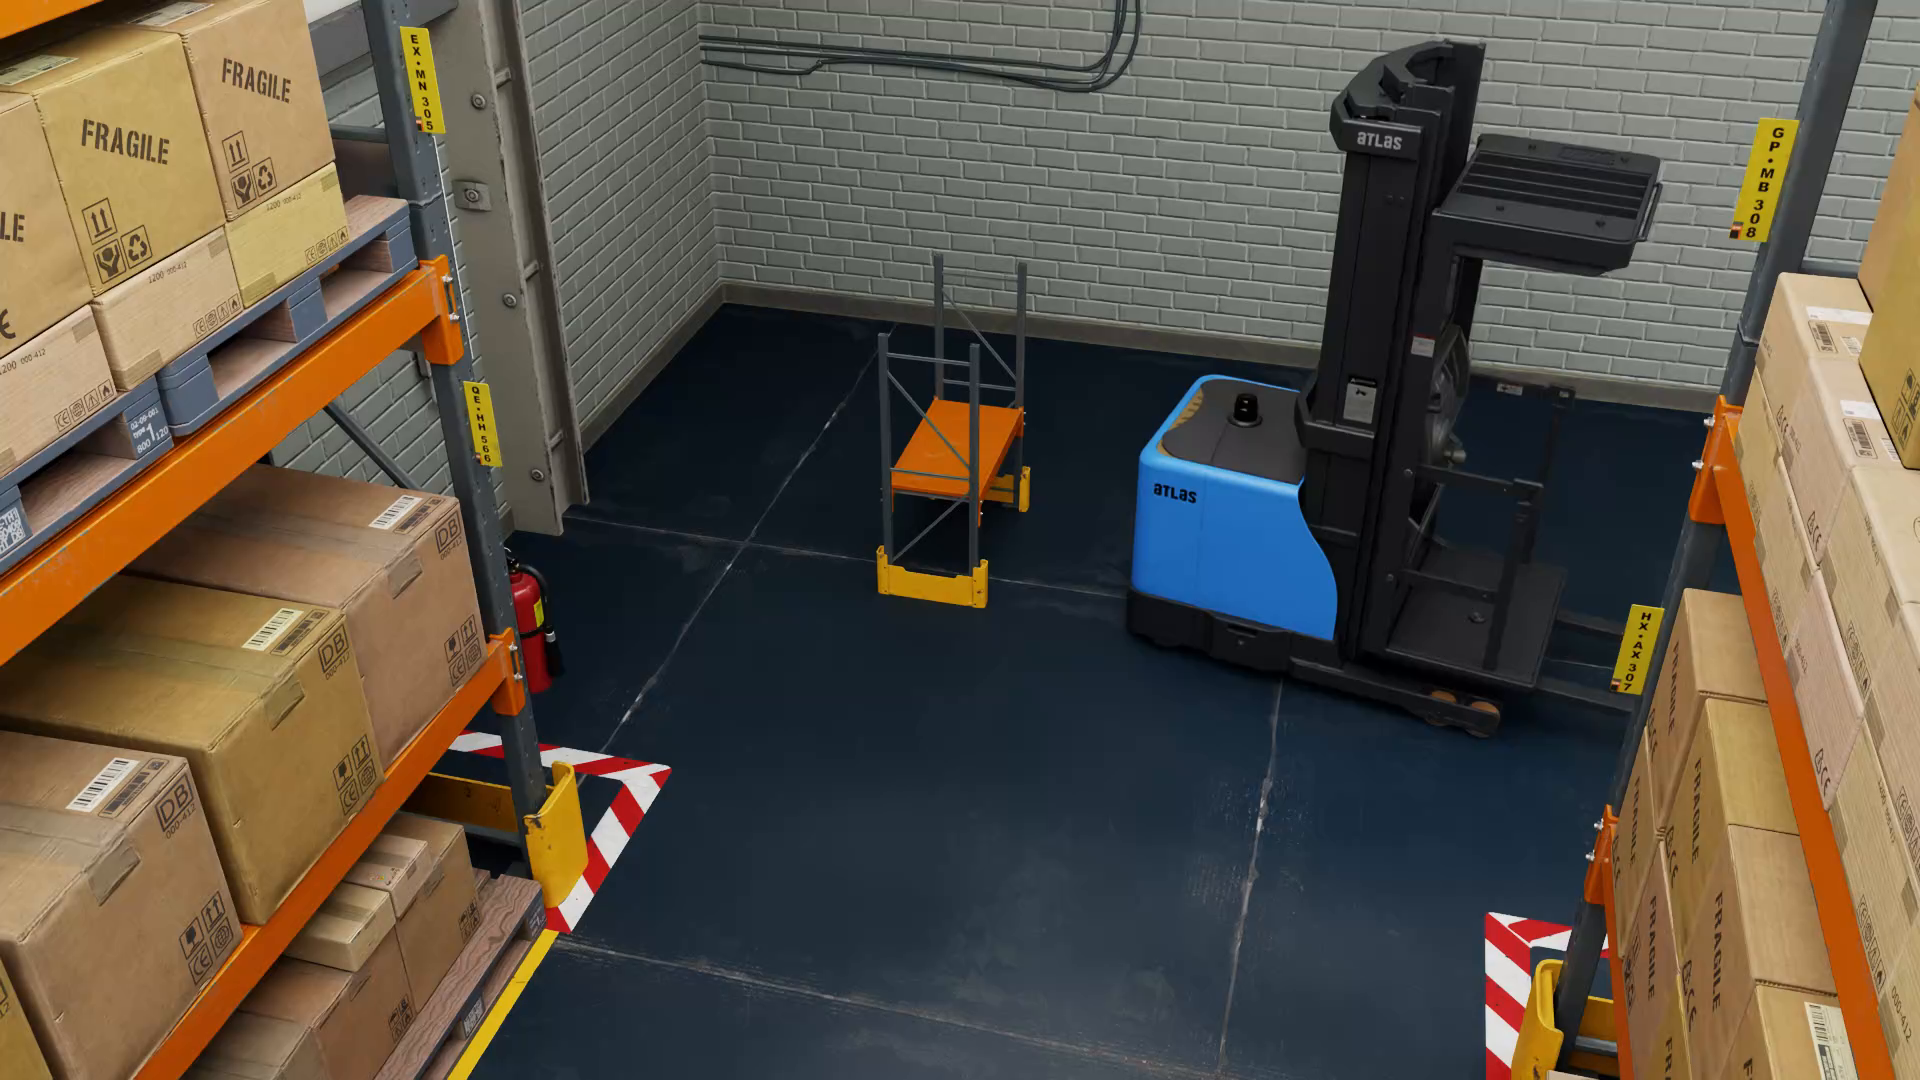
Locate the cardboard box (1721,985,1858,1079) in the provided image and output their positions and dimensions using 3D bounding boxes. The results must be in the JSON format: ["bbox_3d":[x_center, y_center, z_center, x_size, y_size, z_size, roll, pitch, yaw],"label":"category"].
[{"bbox_3d":[1.856,1.304,3.377,0.500,0.500,0.500,8,33,12],"label":"cardboard box"}]

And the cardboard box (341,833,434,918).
[{"bbox_3d":[-2.121,1.179,5.934,0.380,0.149,0.250,8,33,12],"label":"cardboard box"}]

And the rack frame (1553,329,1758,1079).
[{"bbox_3d":[2.608,0.779,5.229,1.000,3.000,0.127,8,33,12],"label":"rack frame"}]

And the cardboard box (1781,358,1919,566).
[{"bbox_3d":[2.093,-0.145,3.560,0.500,0.250,0.500,8,33,12],"label":"cardboard box"}]

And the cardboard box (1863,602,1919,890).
[{"bbox_3d":[1.841,0.374,2.743,0.500,0.250,0.500,8,33,12],"label":"cardboard box"}]

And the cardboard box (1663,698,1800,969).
[{"bbox_3d":[2.115,0.782,4.199,0.500,0.500,0.500,8,33,13],"label":"cardboard box"}]

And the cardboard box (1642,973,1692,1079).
[{"bbox_3d":[1.985,1.460,4.065,0.500,0.500,0.500,8,33,12],"label":"cardboard box"}]

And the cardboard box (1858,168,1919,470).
[{"bbox_3d":[2.285,-0.434,3.316,0.700,0.500,0.500,8,33,12],"label":"cardboard box"}]

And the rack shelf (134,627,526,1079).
[{"bbox_3d":[-2.692,1.448,4.847,1.077,0.370,4.000,8,33,12],"label":"rack shelf"}]

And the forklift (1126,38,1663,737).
[{"bbox_3d":[2.401,-0.639,7.523,3.031,2.935,1.130,14,35,21],"label":"forklift"}]

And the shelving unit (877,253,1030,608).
[{"bbox_3d":[-0.019,-0.593,8.785,0.587,1.500,1.083,8,33,12],"label":"shelving unit"}]

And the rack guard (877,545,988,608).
[{"bbox_3d":[-0.146,0.193,8.714,0.587,0.250,0.087,8,33,12],"label":"rack guard"}]

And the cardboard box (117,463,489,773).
[{"bbox_3d":[-2.304,0.246,5.787,0.980,0.700,0.700,10,34,15],"label":"cardboard box"}]

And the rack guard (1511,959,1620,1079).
[{"bbox_3d":[2.589,1.873,5.837,1.175,0.500,0.348,8,33,12],"label":"rack guard"}]

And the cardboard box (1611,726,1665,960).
[{"bbox_3d":[2.241,0.931,4.896,0.500,0.500,0.500,9,33,13],"label":"cardboard box"}]

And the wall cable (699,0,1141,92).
[{"bbox_3d":[-0.403,-4.001,10.050,3.097,2.526,0.112,8,33,12],"label":"wall cable"}]

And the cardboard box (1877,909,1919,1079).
[{"bbox_3d":[1.715,0.845,2.469,0.500,0.250,0.500,8,33,12],"label":"cardboard box"}]

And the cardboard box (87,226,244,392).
[{"bbox_3d":[-2.244,-0.629,4.303,0.500,0.250,0.500,7,33,11],"label":"cardboard box"}]

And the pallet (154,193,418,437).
[{"bbox_3d":[-2.362,-0.735,4.898,1.003,0.211,1.213,8,33,12],"label":"pallet"}]

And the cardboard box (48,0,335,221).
[{"bbox_3d":[-2.106,-1.215,4.525,0.500,0.500,0.500,8,33,12],"label":"cardboard box"}]

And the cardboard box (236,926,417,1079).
[{"bbox_3d":[-2.392,1.621,5.843,0.700,0.500,0.500,8,33,12],"label":"cardboard box"}]

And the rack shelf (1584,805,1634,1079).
[{"bbox_3d":[2.101,2.121,3.789,1.077,0.370,4.000,8,33,12],"label":"rack shelf"}]

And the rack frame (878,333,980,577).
[{"bbox_3d":[-0.151,-0.325,8.363,0.500,1.500,0.032,8,33,12],"label":"rack frame"}]

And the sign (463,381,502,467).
[{"bbox_3d":[-1.663,-0.401,5.785,0.100,0.325,0.005,8,33,12],"label":"sign"}]

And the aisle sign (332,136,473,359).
[{"bbox_3d":[-1.876,-0.987,5.583,0.394,0.787,0.004,8,33,12],"label":"aisle sign"}]

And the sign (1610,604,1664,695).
[{"bbox_3d":[2.084,0.340,5.112,0.100,0.325,0.005,8,33,12],"label":"sign"}]

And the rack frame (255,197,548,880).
[{"bbox_3d":[-2.184,0.107,6.286,1.000,3.000,0.127,8,33,12],"label":"rack frame"}]

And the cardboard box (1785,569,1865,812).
[{"bbox_3d":[1.967,0.326,3.285,0.500,0.250,0.500,8,33,12],"label":"cardboard box"}]

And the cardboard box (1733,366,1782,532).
[{"bbox_3d":[2.232,-0.192,4.099,0.500,0.250,0.500,8,33,12],"label":"cardboard box"}]

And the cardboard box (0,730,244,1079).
[{"bbox_3d":[-2.680,1.019,4.571,0.980,0.700,0.700,6,33,10],"label":"cardboard box"}]

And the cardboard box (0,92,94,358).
[{"bbox_3d":[-2.368,-0.685,3.692,0.500,0.500,0.500,7,33,10],"label":"cardboard box"}]

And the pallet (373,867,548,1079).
[{"bbox_3d":[-2.311,1.709,6.365,1.003,0.211,1.213,8,33,12],"label":"pallet"}]
